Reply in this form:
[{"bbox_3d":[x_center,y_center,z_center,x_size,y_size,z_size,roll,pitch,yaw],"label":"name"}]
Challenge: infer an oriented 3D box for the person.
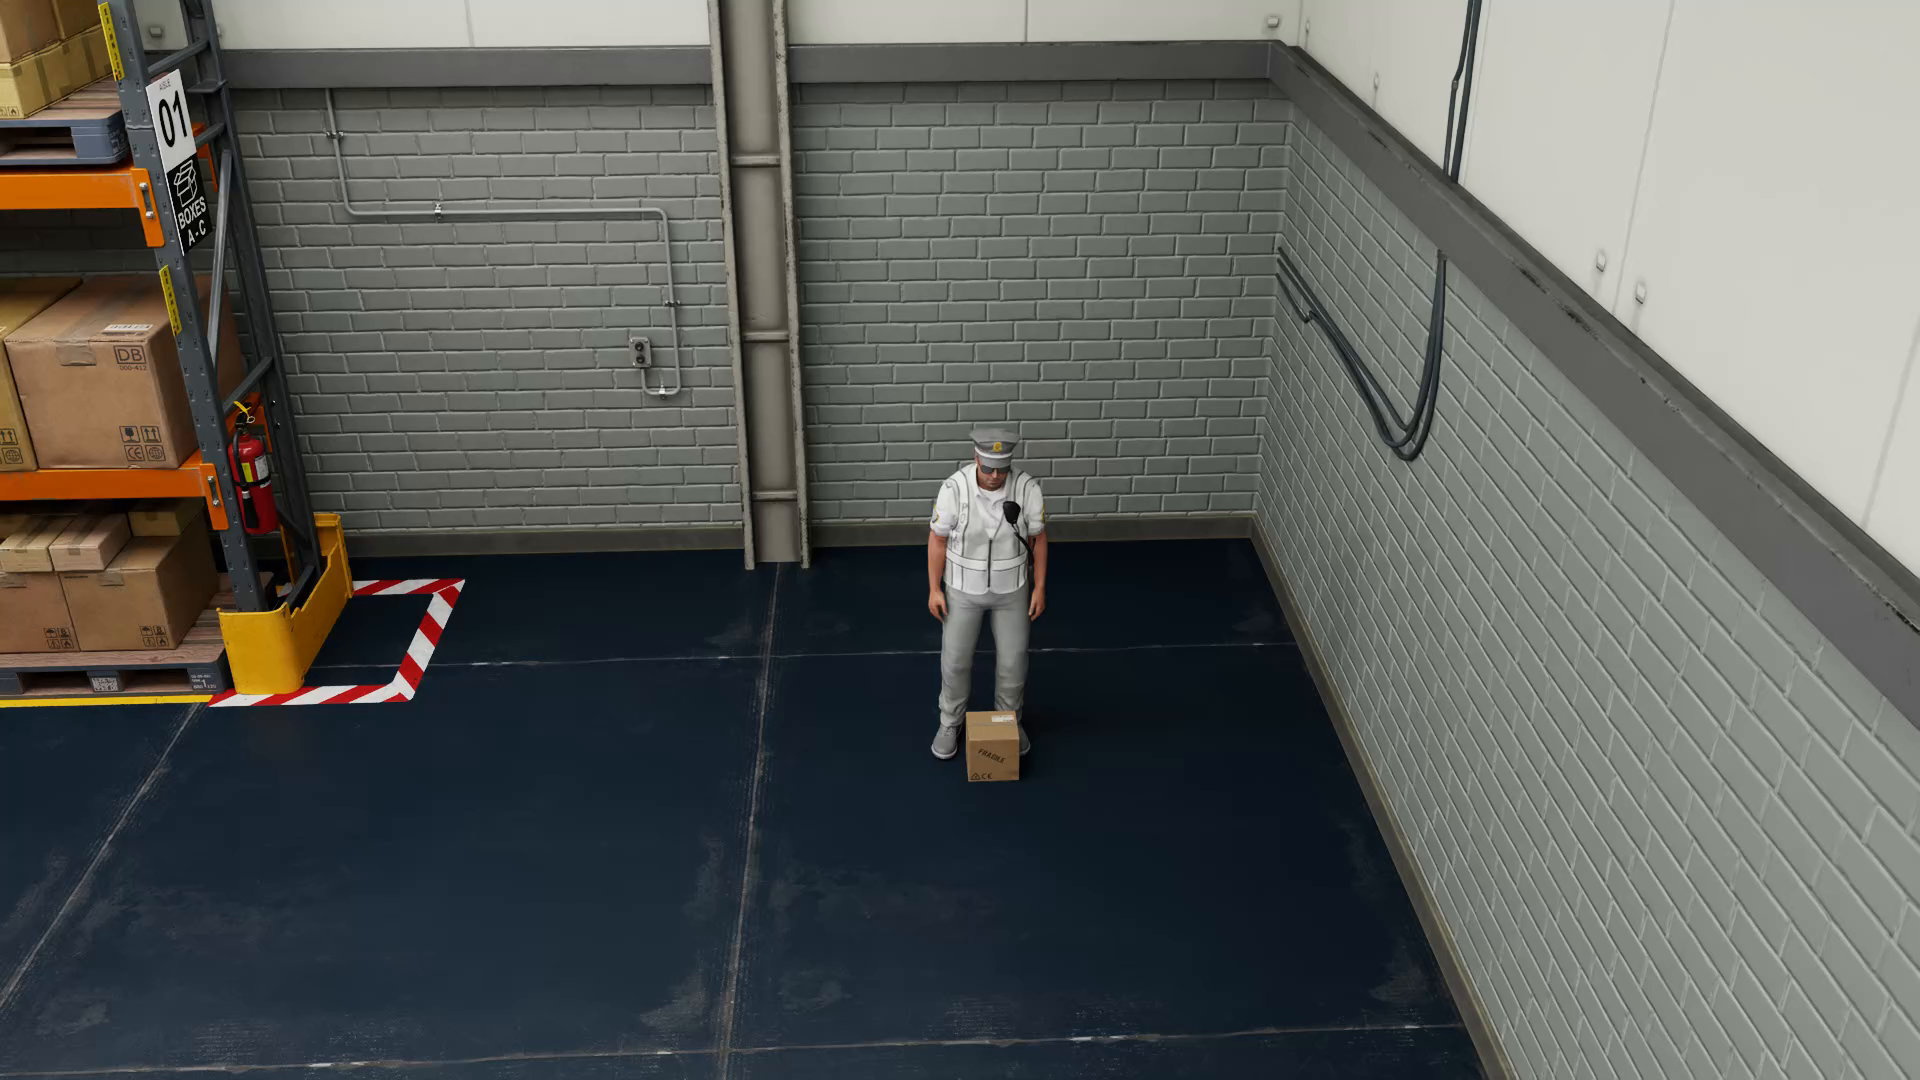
[{"bbox_3d":[0.134,0.232,8.162,0.586,1.748,0.439,-1,27,-2],"label":"person"}]
